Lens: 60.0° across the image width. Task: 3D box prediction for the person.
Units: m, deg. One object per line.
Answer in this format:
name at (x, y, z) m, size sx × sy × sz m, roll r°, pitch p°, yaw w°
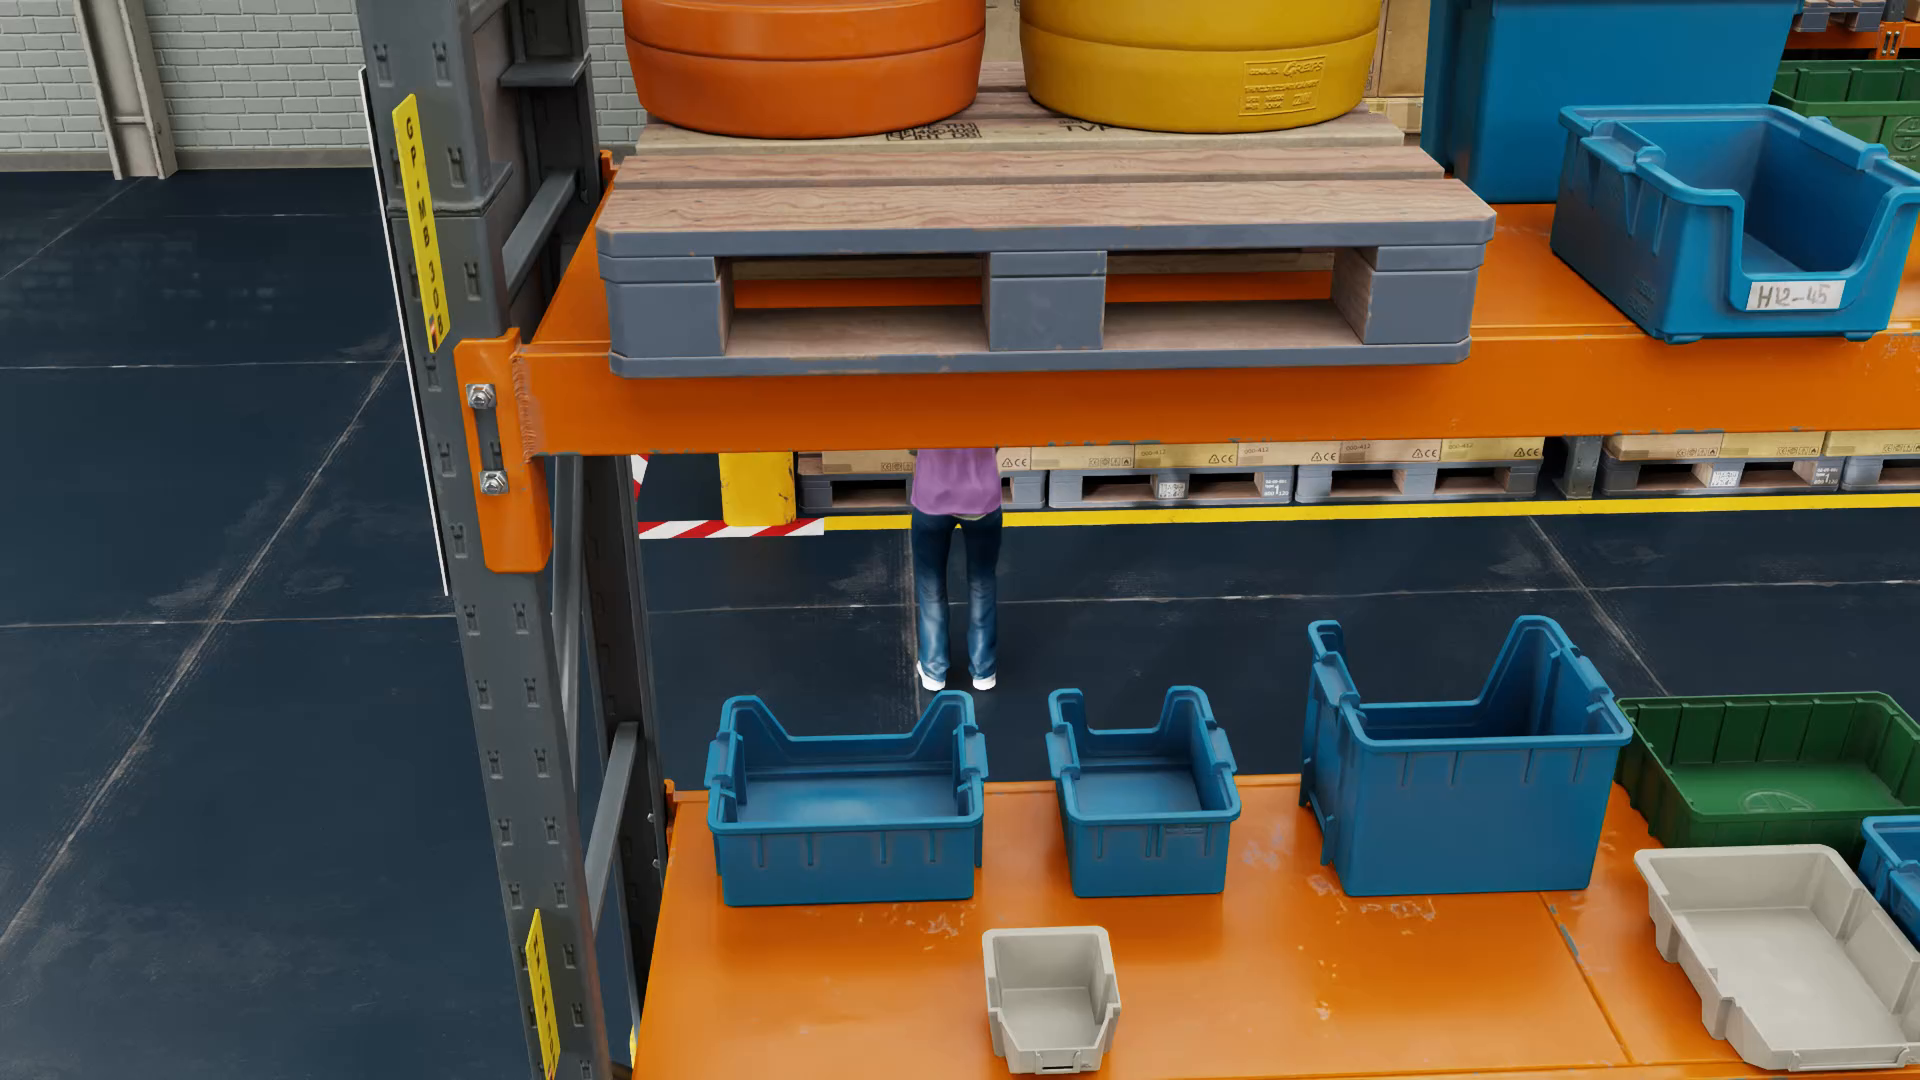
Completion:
person at (-0.022, -0.173, 6.463) m, size 0.407 × 1.588 × 0.496 m, roll -1°, pitch 28°, yaw -2°
